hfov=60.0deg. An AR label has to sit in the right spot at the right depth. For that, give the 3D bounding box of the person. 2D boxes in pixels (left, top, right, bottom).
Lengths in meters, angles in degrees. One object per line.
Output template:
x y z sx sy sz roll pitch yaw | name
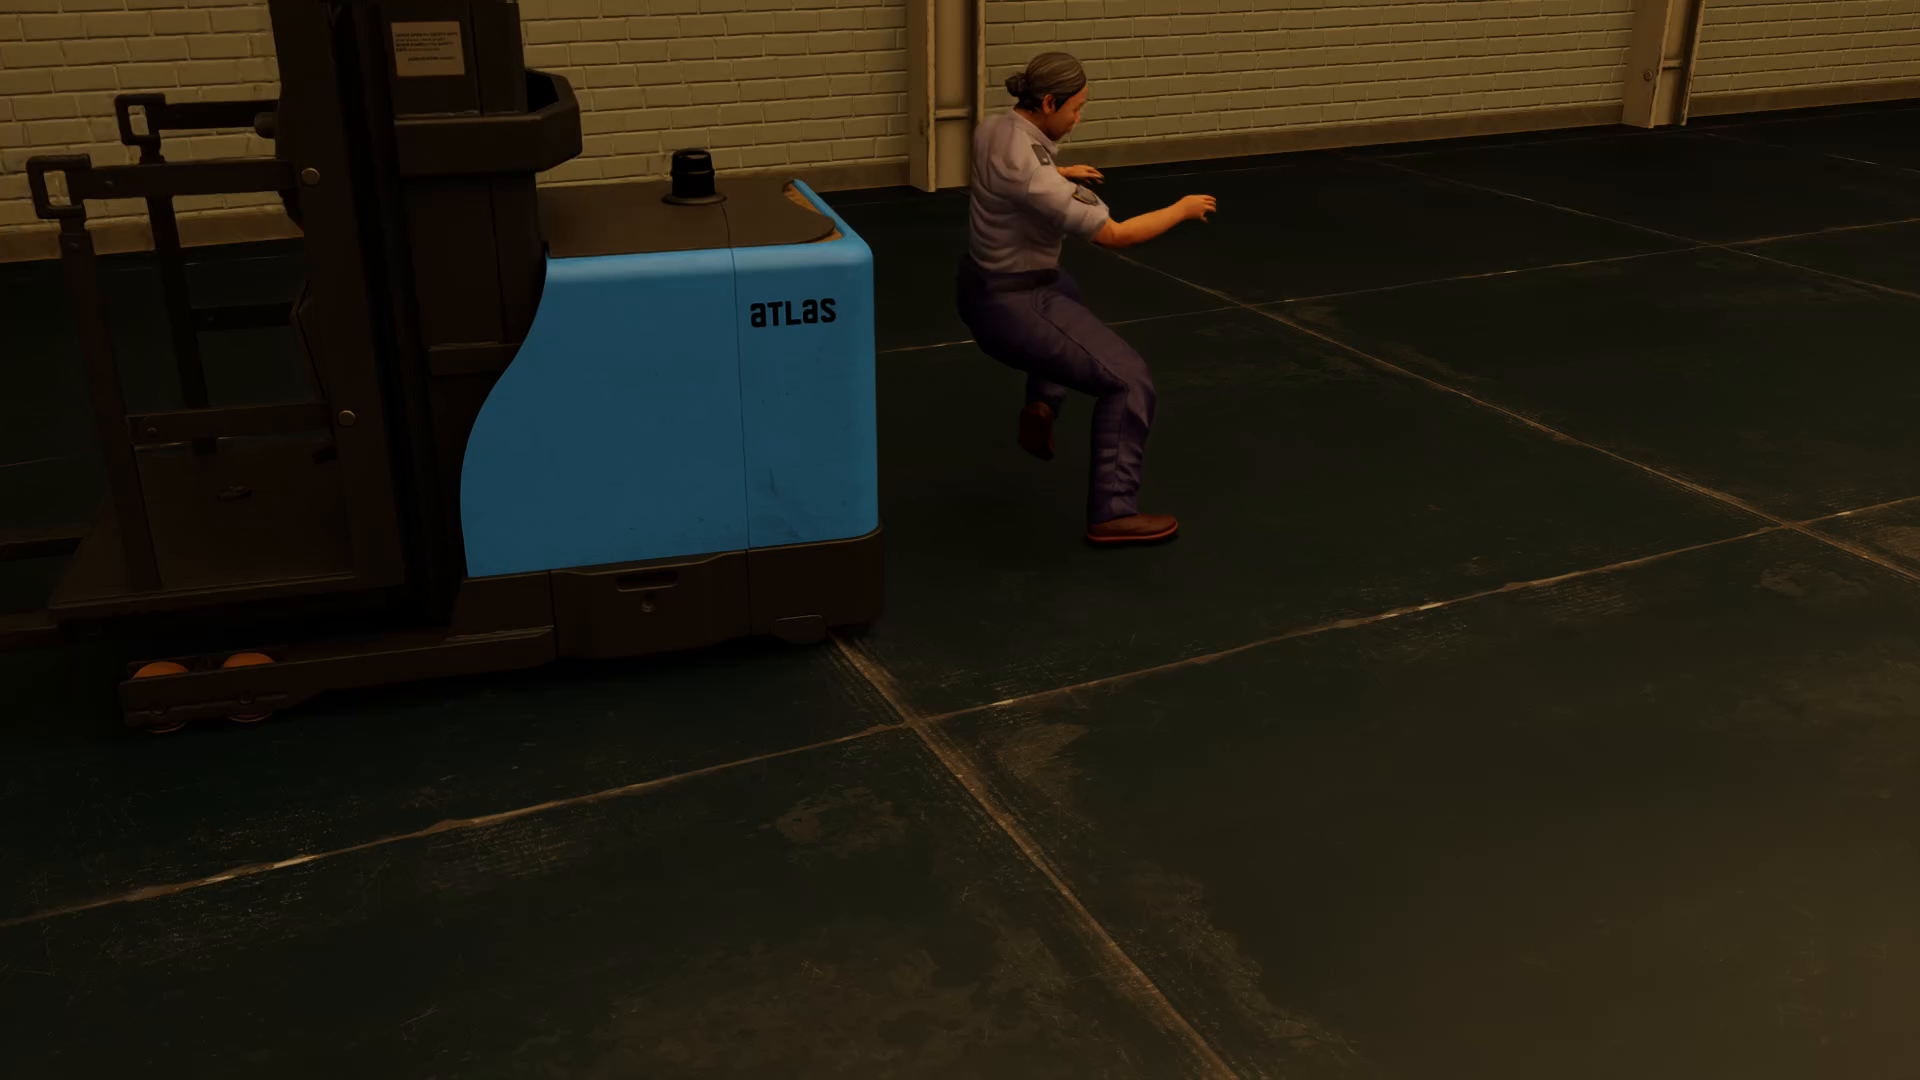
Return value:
0.380 -0.799 5.177 0.740 1.413 0.909 -7 23 -15 | person

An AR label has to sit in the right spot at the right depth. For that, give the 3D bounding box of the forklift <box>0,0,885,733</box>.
-1.777 -1.116 3.971 3.031 2.935 1.130 -6 23 -14 | forklift
